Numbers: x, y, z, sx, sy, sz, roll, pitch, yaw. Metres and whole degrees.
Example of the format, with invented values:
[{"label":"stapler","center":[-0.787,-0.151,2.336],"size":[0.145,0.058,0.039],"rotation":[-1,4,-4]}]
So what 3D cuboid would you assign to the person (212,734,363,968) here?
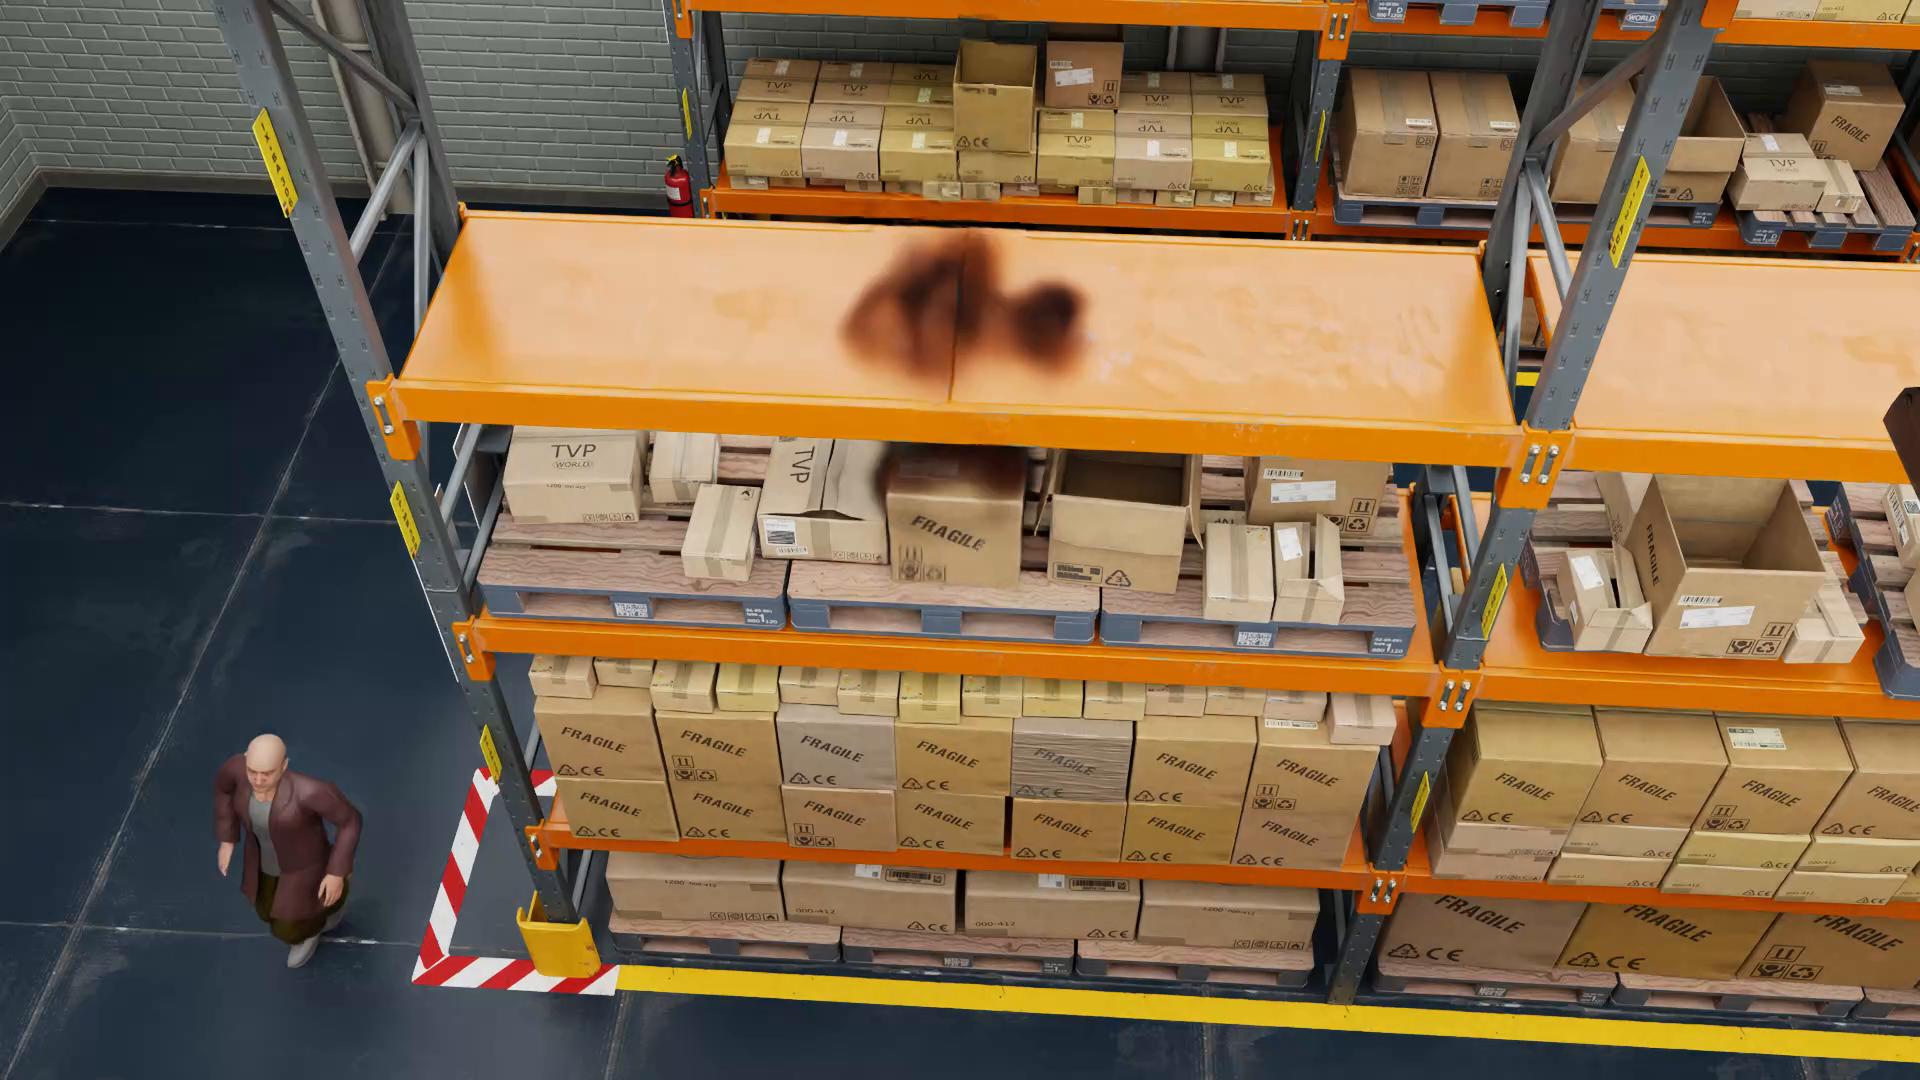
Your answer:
[{"label":"person","center":[-3.305,1.570,8.177],"size":[0.754,1.723,0.547],"rotation":[16,50,14]}]
